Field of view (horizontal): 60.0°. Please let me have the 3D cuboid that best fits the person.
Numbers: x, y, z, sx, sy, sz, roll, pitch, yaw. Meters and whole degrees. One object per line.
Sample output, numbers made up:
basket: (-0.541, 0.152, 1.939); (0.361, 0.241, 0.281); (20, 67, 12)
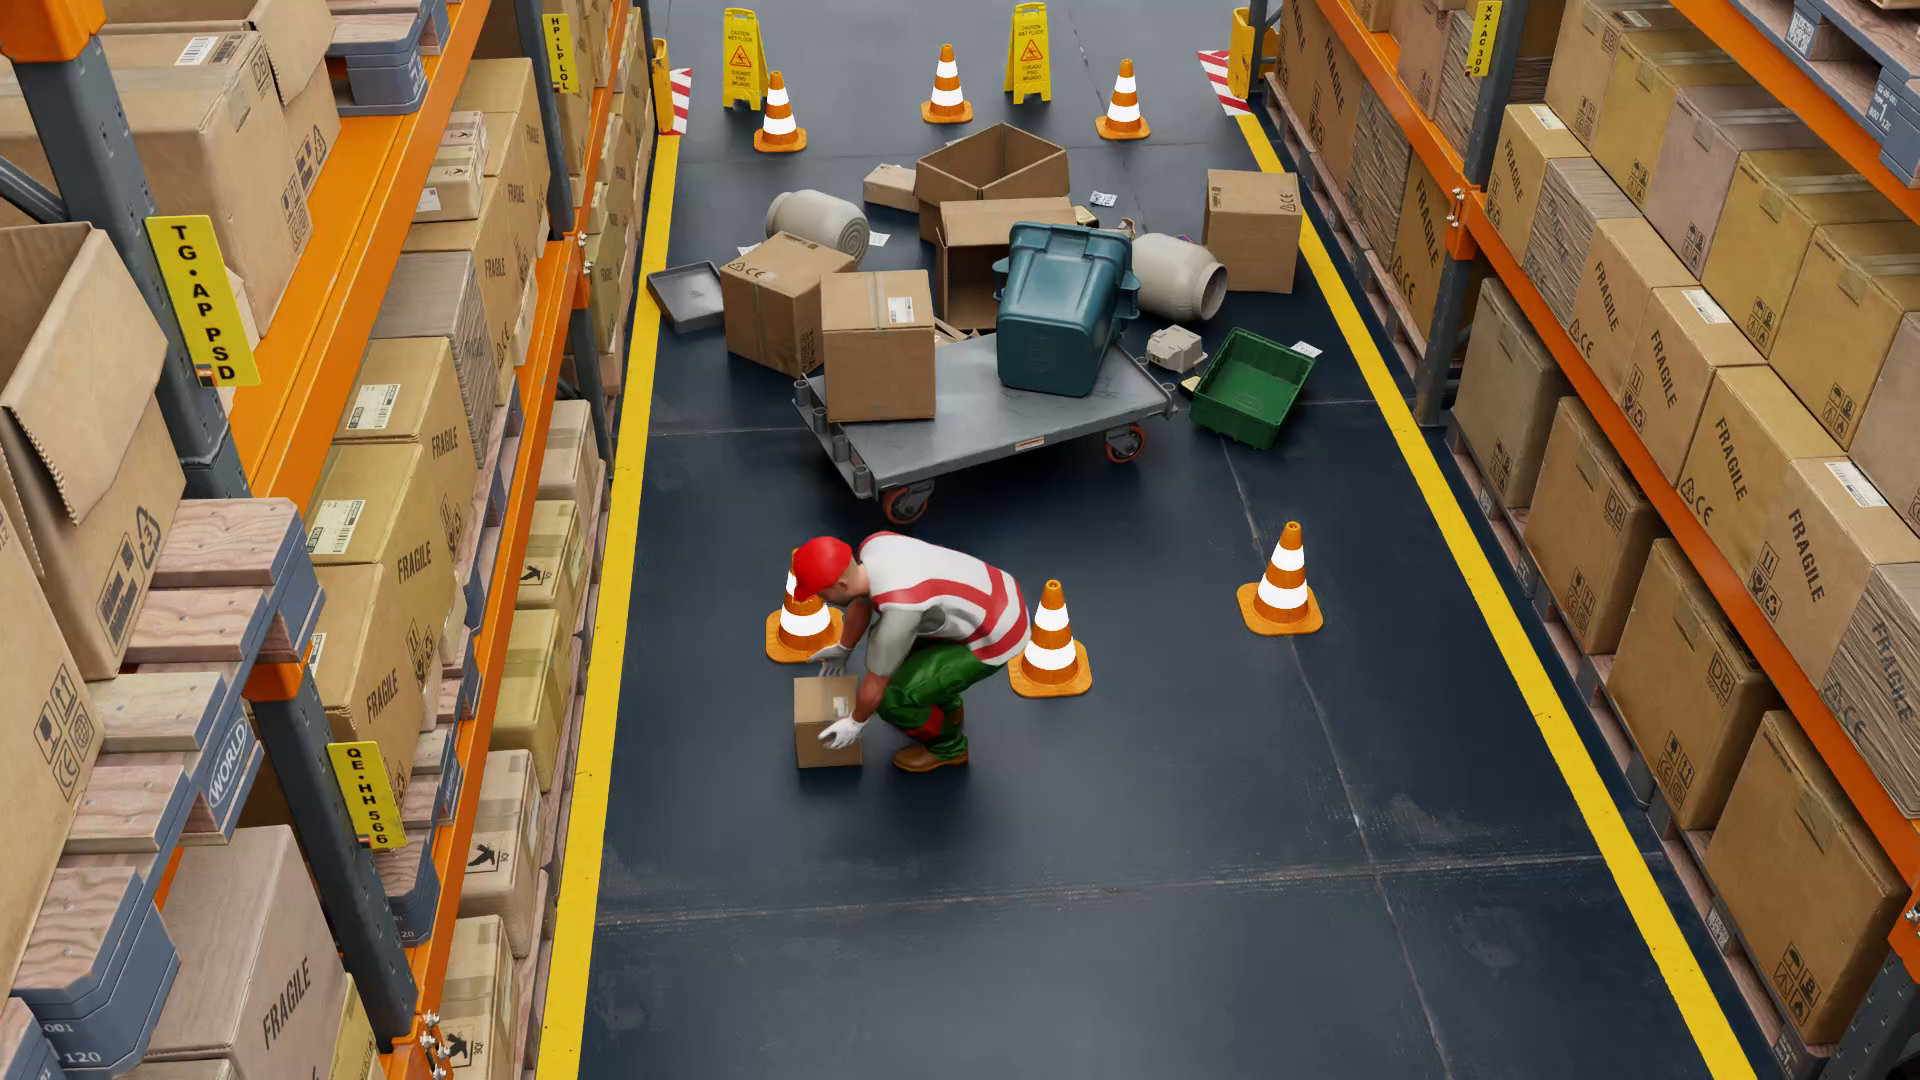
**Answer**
person: (-0.238, 0.491, 6.318); (0.966, 0.844, 0.514); (-4, 39, -5)
